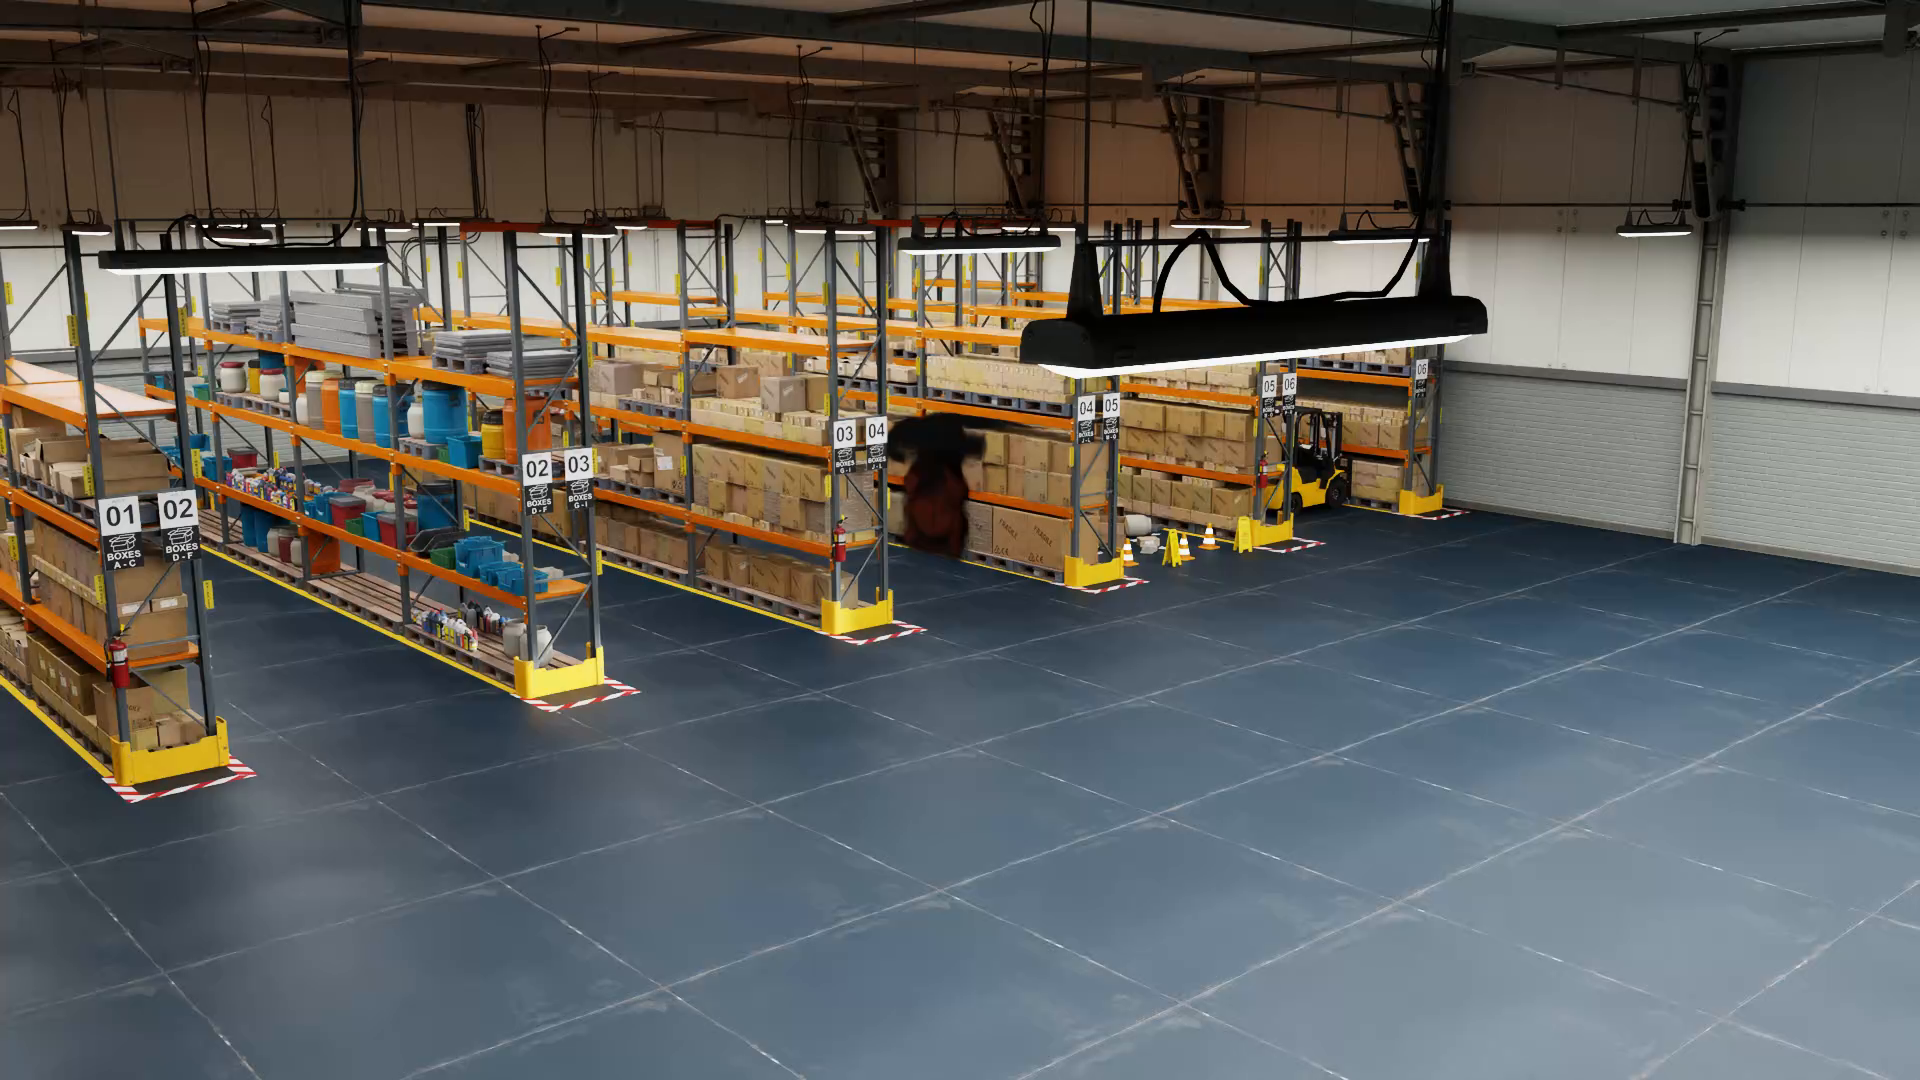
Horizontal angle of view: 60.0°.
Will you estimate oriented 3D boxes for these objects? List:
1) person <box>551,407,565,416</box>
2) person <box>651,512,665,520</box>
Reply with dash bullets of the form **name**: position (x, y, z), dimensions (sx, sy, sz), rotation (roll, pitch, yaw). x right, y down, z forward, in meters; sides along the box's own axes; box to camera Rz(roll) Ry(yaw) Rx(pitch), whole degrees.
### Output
- **person**: position (-10.164, -3.050, 42.484), dimensions (0.636, 1.754, 0.885), rotation (-5, 13, -25)
- **person**: position (-6.104, -1.190, 33.379), dimensions (0.900, 1.596, 0.723), rotation (8, 14, 34)
